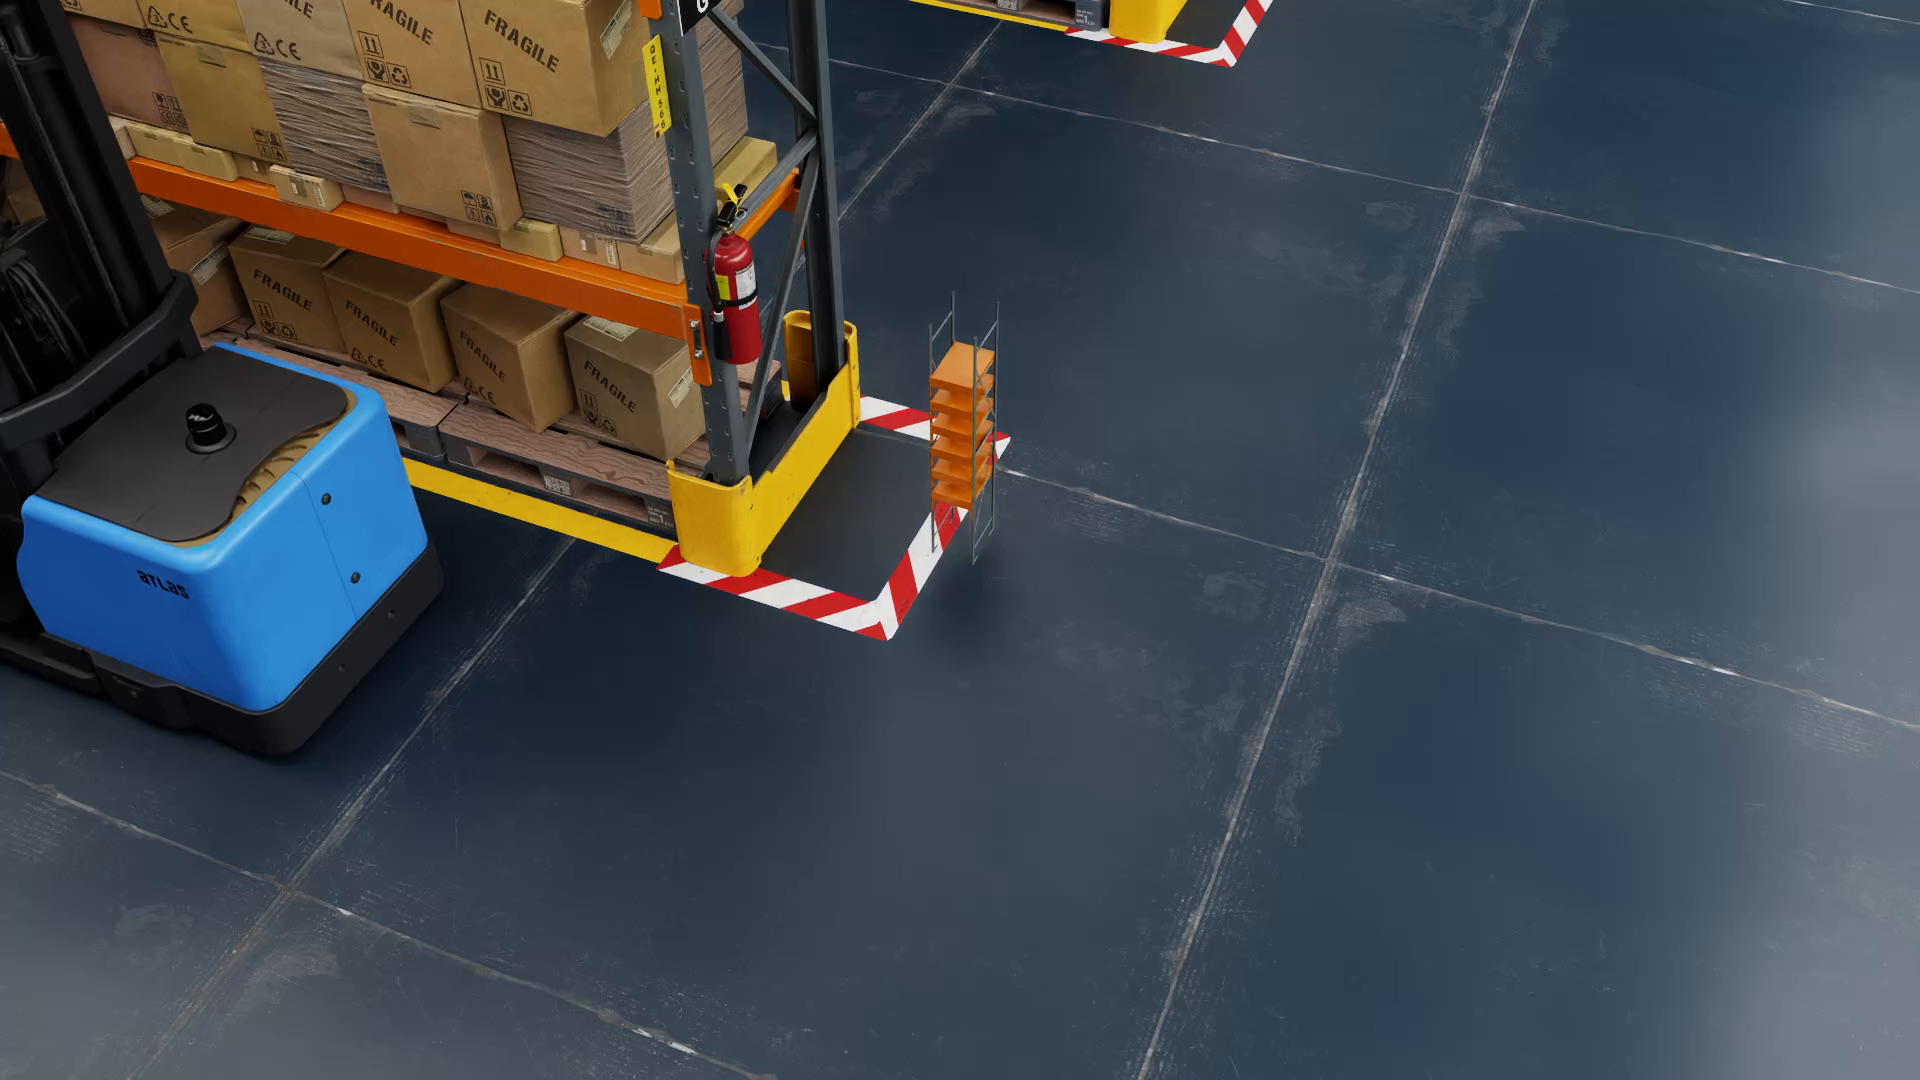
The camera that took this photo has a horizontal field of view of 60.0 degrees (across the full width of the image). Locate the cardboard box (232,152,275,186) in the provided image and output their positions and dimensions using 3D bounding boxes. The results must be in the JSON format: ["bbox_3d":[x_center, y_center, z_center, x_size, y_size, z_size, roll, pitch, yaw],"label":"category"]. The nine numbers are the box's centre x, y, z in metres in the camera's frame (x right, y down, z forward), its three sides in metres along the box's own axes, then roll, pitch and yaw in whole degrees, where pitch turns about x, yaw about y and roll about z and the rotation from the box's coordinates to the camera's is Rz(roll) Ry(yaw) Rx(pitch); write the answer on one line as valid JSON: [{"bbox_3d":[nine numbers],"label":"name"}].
[{"bbox_3d":[-2.720,-1.606,6.754,0.250,0.149,0.380,16,47,16],"label":"cardboard box"}]

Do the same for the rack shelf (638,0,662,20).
[{"bbox_3d":[-2.595,-2.651,6.010,4.000,0.370,1.077,16,47,16],"label":"rack shelf"}]

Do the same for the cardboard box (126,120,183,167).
[{"bbox_3d":[-3.195,-1.719,6.868,0.250,0.149,0.380,16,47,16],"label":"cardboard box"}]

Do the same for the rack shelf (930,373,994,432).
[{"bbox_3d":[0.014,-0.560,6.524,0.180,0.103,0.258,16,47,16],"label":"rack shelf"}]

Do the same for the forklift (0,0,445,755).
[{"bbox_3d":[-3.673,-0.928,5.944,3.031,2.935,1.130,17,47,16],"label":"forklift"}]

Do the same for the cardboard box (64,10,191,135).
[{"bbox_3d":[-3.101,-2.135,6.827,0.500,0.500,0.875,16,47,16],"label":"cardboard box"}]

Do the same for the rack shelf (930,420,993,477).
[{"bbox_3d":[0.014,-0.390,6.693,0.180,0.103,0.258,16,47,16],"label":"rack shelf"}]

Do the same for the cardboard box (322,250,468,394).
[{"bbox_3d":[-2.454,-1.065,7.507,0.500,0.500,0.500,21,48,19],"label":"cardboard box"}]

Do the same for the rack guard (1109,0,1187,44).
[{"bbox_3d":[1.276,-3.608,10.361,0.348,0.500,1.175,16,47,16],"label":"rack guard"}]

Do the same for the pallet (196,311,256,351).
[{"bbox_3d":[-3.807,-1.238,8.184,1.213,0.211,1.003,16,47,16],"label":"pallet"}]

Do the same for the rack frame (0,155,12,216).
[{"bbox_3d":[-4.440,-2.386,7.360,0.127,3.000,1.000,16,47,16],"label":"rack frame"}]

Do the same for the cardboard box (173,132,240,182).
[{"bbox_3d":[-2.968,-1.644,6.793,0.250,0.149,0.380,16,47,16],"label":"cardboard box"}]

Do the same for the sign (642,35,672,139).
[{"bbox_3d":[-0.981,-1.466,5.391,0.005,0.325,0.100,16,47,16],"label":"sign"}]

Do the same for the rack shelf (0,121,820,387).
[{"bbox_3d":[-2.595,-1.588,7.068,4.000,0.370,1.077,16,47,16],"label":"rack shelf"}]

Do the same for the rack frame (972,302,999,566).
[{"bbox_3d":[0.098,-0.396,6.637,0.006,1.200,0.240,16,47,16],"label":"rack frame"}]

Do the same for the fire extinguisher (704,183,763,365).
[{"bbox_3d":[-0.820,-0.941,5.963,0.183,0.674,0.296,16,47,16],"label":"fire extinguisher"}]

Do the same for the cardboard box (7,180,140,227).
[{"bbox_3d":[-4.087,-1.514,7.958,0.500,0.500,0.500,15,47,15],"label":"cardboard box"}]

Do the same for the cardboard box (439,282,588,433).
[{"bbox_3d":[-1.883,-0.883,7.324,0.500,0.500,0.500,29,52,26],"label":"cardboard box"}]

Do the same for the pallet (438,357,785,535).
[{"bbox_3d":[-1.555,-0.575,7.518,1.213,0.211,1.003,16,47,16],"label":"pallet"}]

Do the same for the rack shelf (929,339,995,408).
[{"bbox_3d":[0.014,-0.645,6.439,0.180,0.103,0.258,16,47,16],"label":"rack shelf"}]

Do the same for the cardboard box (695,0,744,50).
[{"bbox_3d":[-1.151,-2.122,6.104,0.500,0.500,0.500,16,47,16],"label":"cardboard box"}]

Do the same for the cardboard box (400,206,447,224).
[{"bbox_3d":[-2.012,-1.429,6.577,0.250,0.149,0.380,16,47,16],"label":"cardboard box"}]

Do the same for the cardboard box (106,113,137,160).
[{"bbox_3d":[-3.441,-1.760,6.909,0.250,0.149,0.380,16,47,16],"label":"cardboard box"}]

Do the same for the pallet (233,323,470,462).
[{"bbox_3d":[-2.677,-0.908,7.852,1.213,0.211,1.003,16,47,16],"label":"pallet"}]

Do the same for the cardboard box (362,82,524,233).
[{"bbox_3d":[-1.753,-1.665,6.354,0.500,0.500,0.875,16,47,16],"label":"cardboard box"}]

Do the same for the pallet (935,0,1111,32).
[{"bbox_3d":[0.486,-3.679,10.637,1.213,0.211,1.003,16,47,16],"label":"pallet"}]

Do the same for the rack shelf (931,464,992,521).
[{"bbox_3d":[0.014,-0.220,6.862,0.180,0.103,0.258,16,47,16],"label":"rack shelf"}]

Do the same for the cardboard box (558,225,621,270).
[{"bbox_3d":[-1.322,-1.222,6.368,0.250,0.149,0.380,16,47,16],"label":"cardboard box"}]

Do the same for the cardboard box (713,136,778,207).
[{"bbox_3d":[-0.920,-1.443,6.591,0.250,0.149,0.380,16,47,16],"label":"cardboard box"}]

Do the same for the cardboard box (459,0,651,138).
[{"bbox_3d":[-1.351,-1.783,5.764,0.500,0.500,0.500,16,47,16],"label":"cardboard box"}]

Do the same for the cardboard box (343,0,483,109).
[{"bbox_3d":[-1.815,-1.916,5.897,0.500,0.500,0.500,16,47,16],"label":"cardboard box"}]

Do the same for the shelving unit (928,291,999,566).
[{"bbox_3d":[0.014,-0.421,6.662,0.189,1.200,0.258,16,47,16],"label":"shelving unit"}]

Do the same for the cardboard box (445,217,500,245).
[{"bbox_3d":[-1.797,-1.334,6.481,0.250,0.149,0.380,16,47,16],"label":"cardboard box"}]

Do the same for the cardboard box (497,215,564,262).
[{"bbox_3d":[-1.572,-1.256,6.403,0.250,0.149,0.380,16,47,16],"label":"cardboard box"}]

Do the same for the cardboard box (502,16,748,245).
[{"bbox_3d":[-1.246,-1.608,6.296,0.500,0.500,0.875,16,47,16],"label":"cardboard box"}]

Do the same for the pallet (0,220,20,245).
[{"bbox_3d":[-5.159,-1.608,8.555,1.213,0.211,1.003,16,47,16],"label":"pallet"}]

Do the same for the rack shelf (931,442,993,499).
[{"bbox_3d":[0.014,-0.305,6.778,0.180,0.103,0.258,16,47,16],"label":"rack shelf"}]

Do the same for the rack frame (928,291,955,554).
[{"bbox_3d":[-0.071,-0.446,6.687,0.006,1.200,0.240,16,47,16],"label":"rack frame"}]

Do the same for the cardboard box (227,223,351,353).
[{"bbox_3d":[-2.952,-1.246,7.689,0.500,0.500,0.500,13,46,12],"label":"cardboard box"}]

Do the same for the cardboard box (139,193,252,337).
[{"bbox_3d":[-3.555,-1.363,7.807,0.500,0.500,0.500,32,53,28],"label":"cardboard box"}]

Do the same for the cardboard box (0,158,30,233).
[{"bbox_3d":[-4.999,-1.836,8.268,0.500,0.500,0.700,13,46,13],"label":"cardboard box"}]

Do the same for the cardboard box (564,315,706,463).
[{"bbox_3d":[-1.319,-0.743,7.183,0.500,0.500,0.500,25,50,23],"label":"cardboard box"}]

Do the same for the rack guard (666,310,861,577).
[{"bbox_3d":[-0.819,-0.434,7.171,0.348,0.500,1.175,16,47,16],"label":"rack guard"}]

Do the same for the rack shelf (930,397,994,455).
[{"bbox_3d":[0.014,-0.475,6.608,0.180,0.103,0.258,16,47,16],"label":"rack shelf"}]

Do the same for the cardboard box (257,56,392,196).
[{"bbox_3d":[-2.198,-1.829,6.519,0.500,0.500,0.875,16,47,16],"label":"cardboard box"}]

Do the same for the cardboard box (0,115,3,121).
[{"bbox_3d":[-3.891,-1.916,7.066,0.250,0.149,0.380,16,47,16],"label":"cardboard box"}]

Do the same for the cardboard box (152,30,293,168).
[{"bbox_3d":[-2.655,-1.973,6.663,0.500,0.500,0.875,16,47,16],"label":"cardboard box"}]

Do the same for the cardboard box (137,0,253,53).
[{"bbox_3d":[-2.734,-2.194,6.177,0.500,0.500,0.500,16,47,16],"label":"cardboard box"}]

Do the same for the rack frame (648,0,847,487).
[{"bbox_3d":[-0.749,-1.300,6.268,0.127,3.000,1.000,16,47,16],"label":"rack frame"}]

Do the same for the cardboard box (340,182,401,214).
[{"bbox_3d":[-2.251,-1.482,6.630,0.250,0.149,0.380,16,47,16],"label":"cardboard box"}]

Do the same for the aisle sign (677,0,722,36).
[{"bbox_3d":[-0.807,-2.009,5.138,0.004,0.787,0.394,16,47,16],"label":"aisle sign"}]

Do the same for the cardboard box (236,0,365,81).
[{"bbox_3d":[-2.276,-2.053,6.035,0.500,0.500,0.500,16,47,16],"label":"cardboard box"}]

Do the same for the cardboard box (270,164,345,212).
[{"bbox_3d":[-2.516,-1.493,6.640,0.250,0.149,0.380,16,47,16],"label":"cardboard box"}]

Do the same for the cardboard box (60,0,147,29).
[{"bbox_3d":[-3.200,-2.323,6.306,0.500,0.500,0.500,16,47,16],"label":"cardboard box"}]

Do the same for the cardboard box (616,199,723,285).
[{"bbox_3d":[-1.091,-1.154,6.300,0.250,0.149,0.380,16,47,16],"label":"cardboard box"}]
